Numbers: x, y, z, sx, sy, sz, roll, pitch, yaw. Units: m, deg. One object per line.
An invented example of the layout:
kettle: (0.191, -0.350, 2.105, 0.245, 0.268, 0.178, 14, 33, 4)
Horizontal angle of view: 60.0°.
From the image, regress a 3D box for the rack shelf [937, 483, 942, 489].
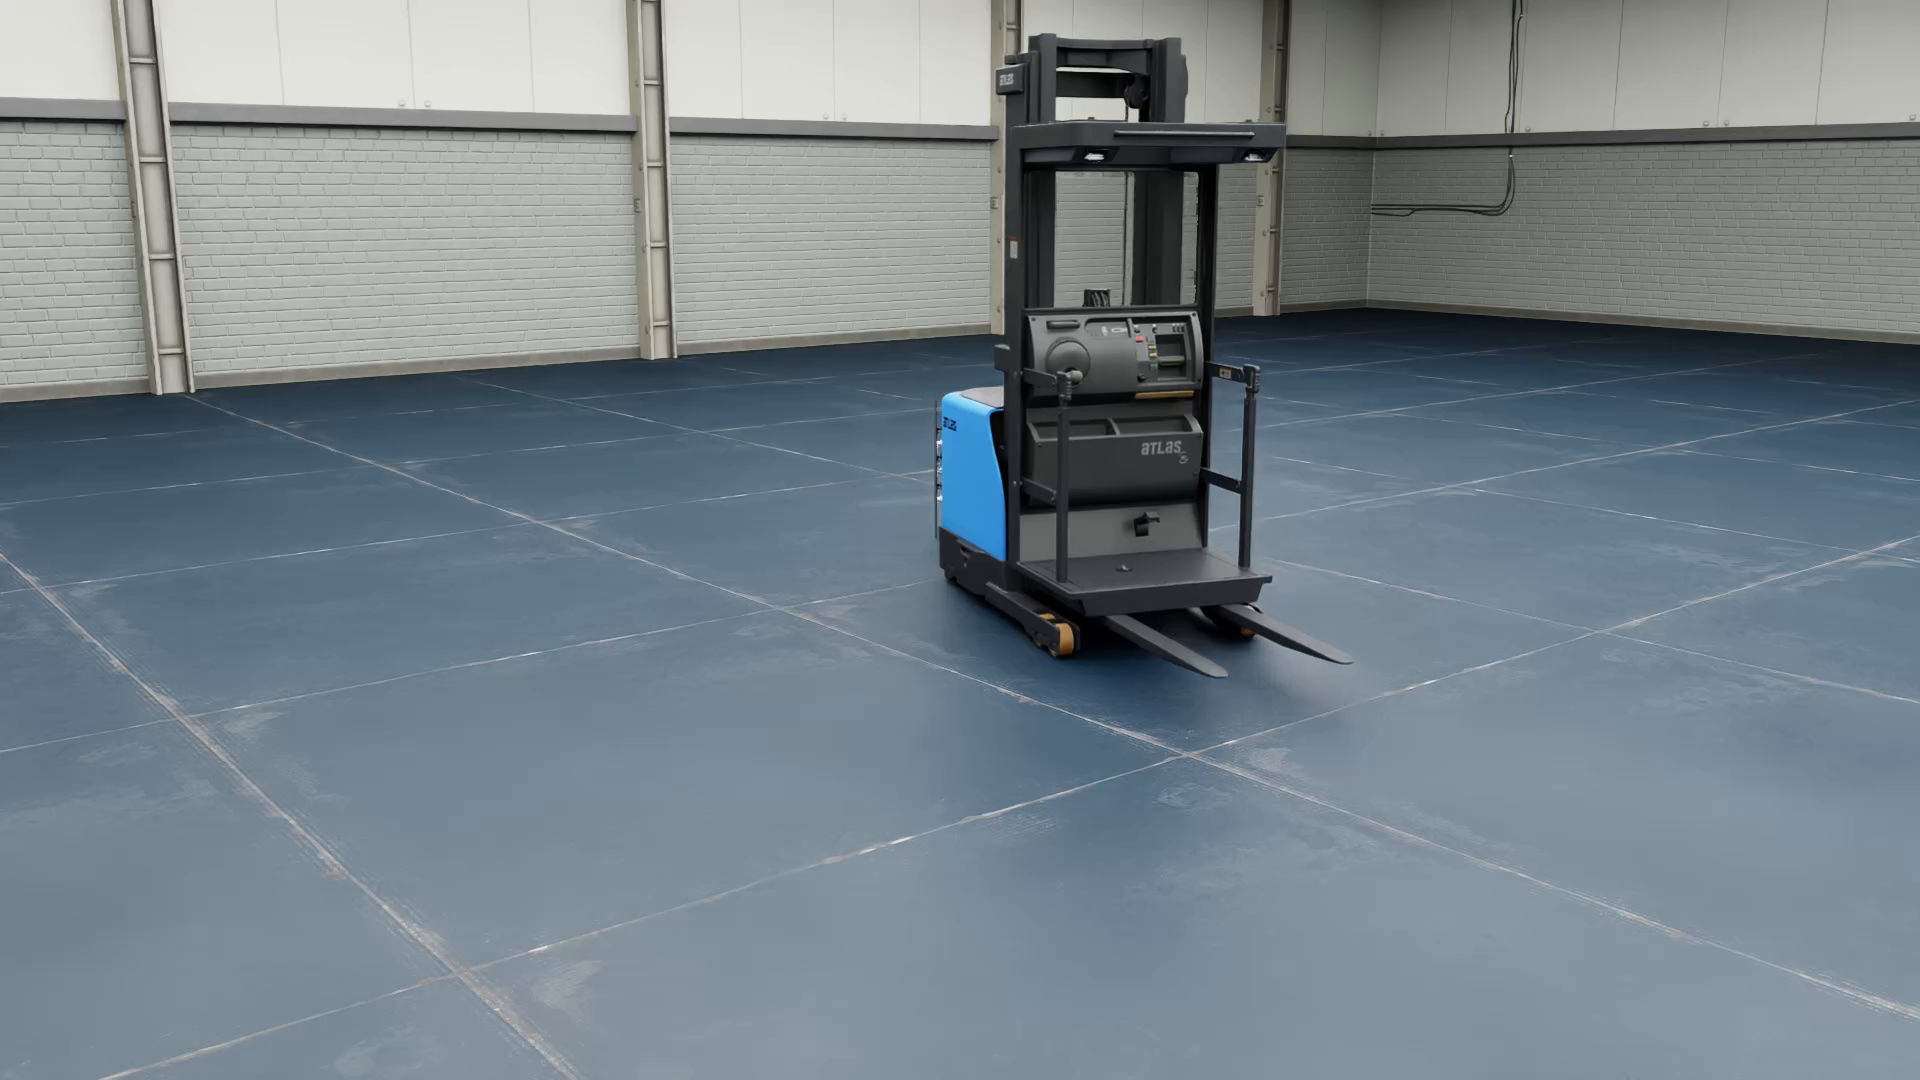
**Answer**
rack shelf: (-0.006, -0.318, 10.556, 0.200, 0.077, 0.258, -9, 15, -38)

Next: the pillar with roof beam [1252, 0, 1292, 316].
pillar with roof beam: (8.078, -7.669, 25.079, 0.400, 9.000, 9.100, -9, 15, -38)

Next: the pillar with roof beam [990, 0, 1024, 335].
pillar with roof beam: (3.393, -6.890, 21.413, 0.400, 9.000, 9.100, -9, 15, -38)

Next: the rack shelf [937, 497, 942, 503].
rack shelf: (-0.006, -0.230, 10.575, 0.200, 0.077, 0.258, -9, 15, -38)

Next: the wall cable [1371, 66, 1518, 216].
wall cable: (8.515, -7.016, 29.480, 0.112, 2.526, 3.097, -9, 15, -38)

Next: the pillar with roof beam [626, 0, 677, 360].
pillar with roof beam: (-1.292, -6.112, 17.746, 0.400, 9.000, 9.100, -9, 15, -38)

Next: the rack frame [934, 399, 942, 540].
rack frame: (-0.086, -0.426, 10.468, 0.006, 0.900, 0.240, -9, 15, -38)

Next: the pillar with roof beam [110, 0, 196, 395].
pillar with roof beam: (-5.977, -5.333, 14.080, 0.400, 9.000, 9.100, -9, 15, -38)

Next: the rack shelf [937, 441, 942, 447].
rack shelf: (-0.006, -0.583, 10.500, 0.200, 0.077, 0.258, -9, 15, -38)

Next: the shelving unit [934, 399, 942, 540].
shelving unit: (-0.006, -0.439, 10.530, 0.210, 0.900, 0.258, -9, 15, -38)

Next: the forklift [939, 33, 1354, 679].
forklift: (0.859, -0.967, 8.126, 1.130, 2.935, 3.031, -4, 13, -19)

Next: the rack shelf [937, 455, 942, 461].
rack shelf: (-0.006, -0.495, 10.519, 0.200, 0.077, 0.258, -9, 15, -38)

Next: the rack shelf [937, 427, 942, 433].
rack shelf: (-0.006, -0.671, 10.481, 0.200, 0.077, 0.258, -9, 15, -38)

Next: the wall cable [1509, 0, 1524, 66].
wall cable: (10.205, -9.048, 26.889, 0.112, 2.526, 3.097, -9, 15, -38)

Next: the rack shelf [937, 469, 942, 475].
rack shelf: (-0.006, -0.407, 10.537, 0.200, 0.077, 0.258, -9, 15, -38)
